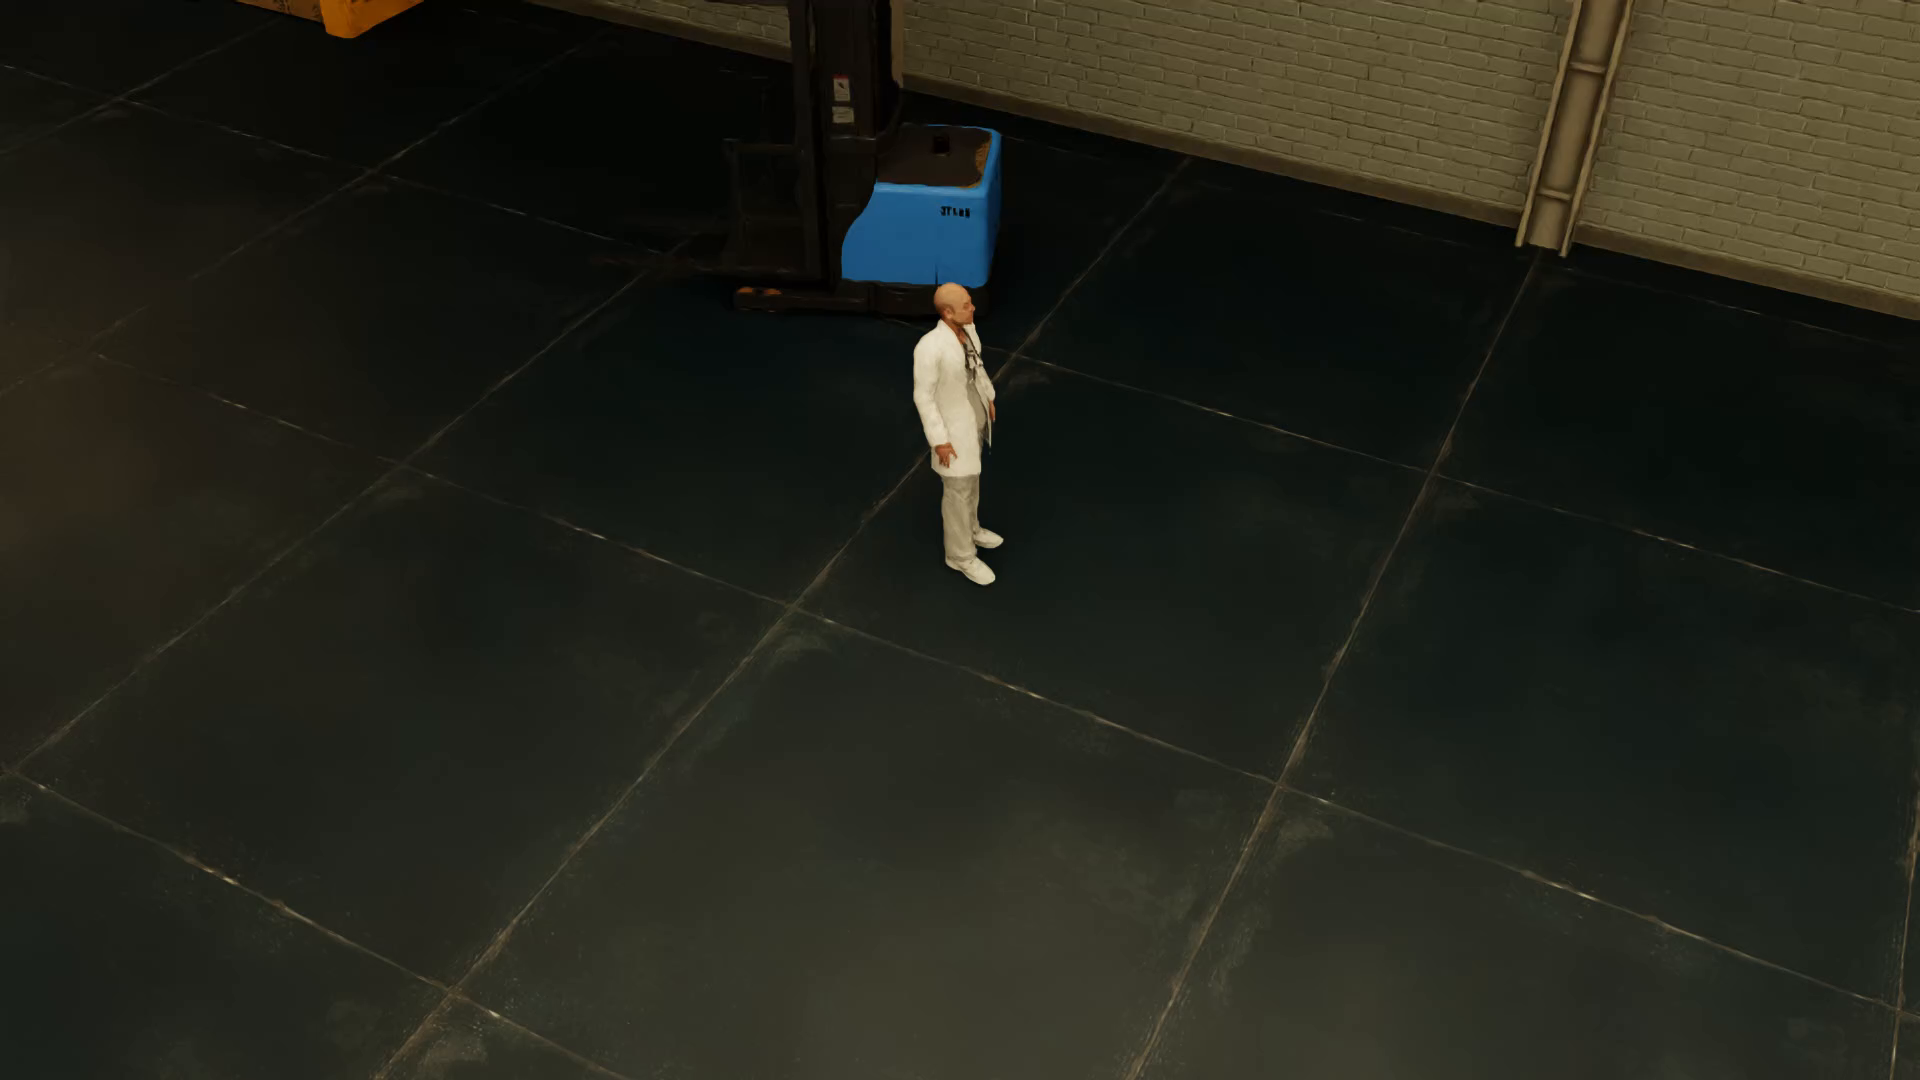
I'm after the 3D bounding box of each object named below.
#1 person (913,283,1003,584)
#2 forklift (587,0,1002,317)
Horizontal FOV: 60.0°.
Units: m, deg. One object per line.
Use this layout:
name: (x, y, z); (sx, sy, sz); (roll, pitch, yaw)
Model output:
person: (0.079, -0.655, 9.650); (0.579, 1.776, 0.694); (18, 43, 21)
forklift: (-1.238, -3.135, 11.709); (3.031, 2.935, 1.130); (5, 40, 6)
